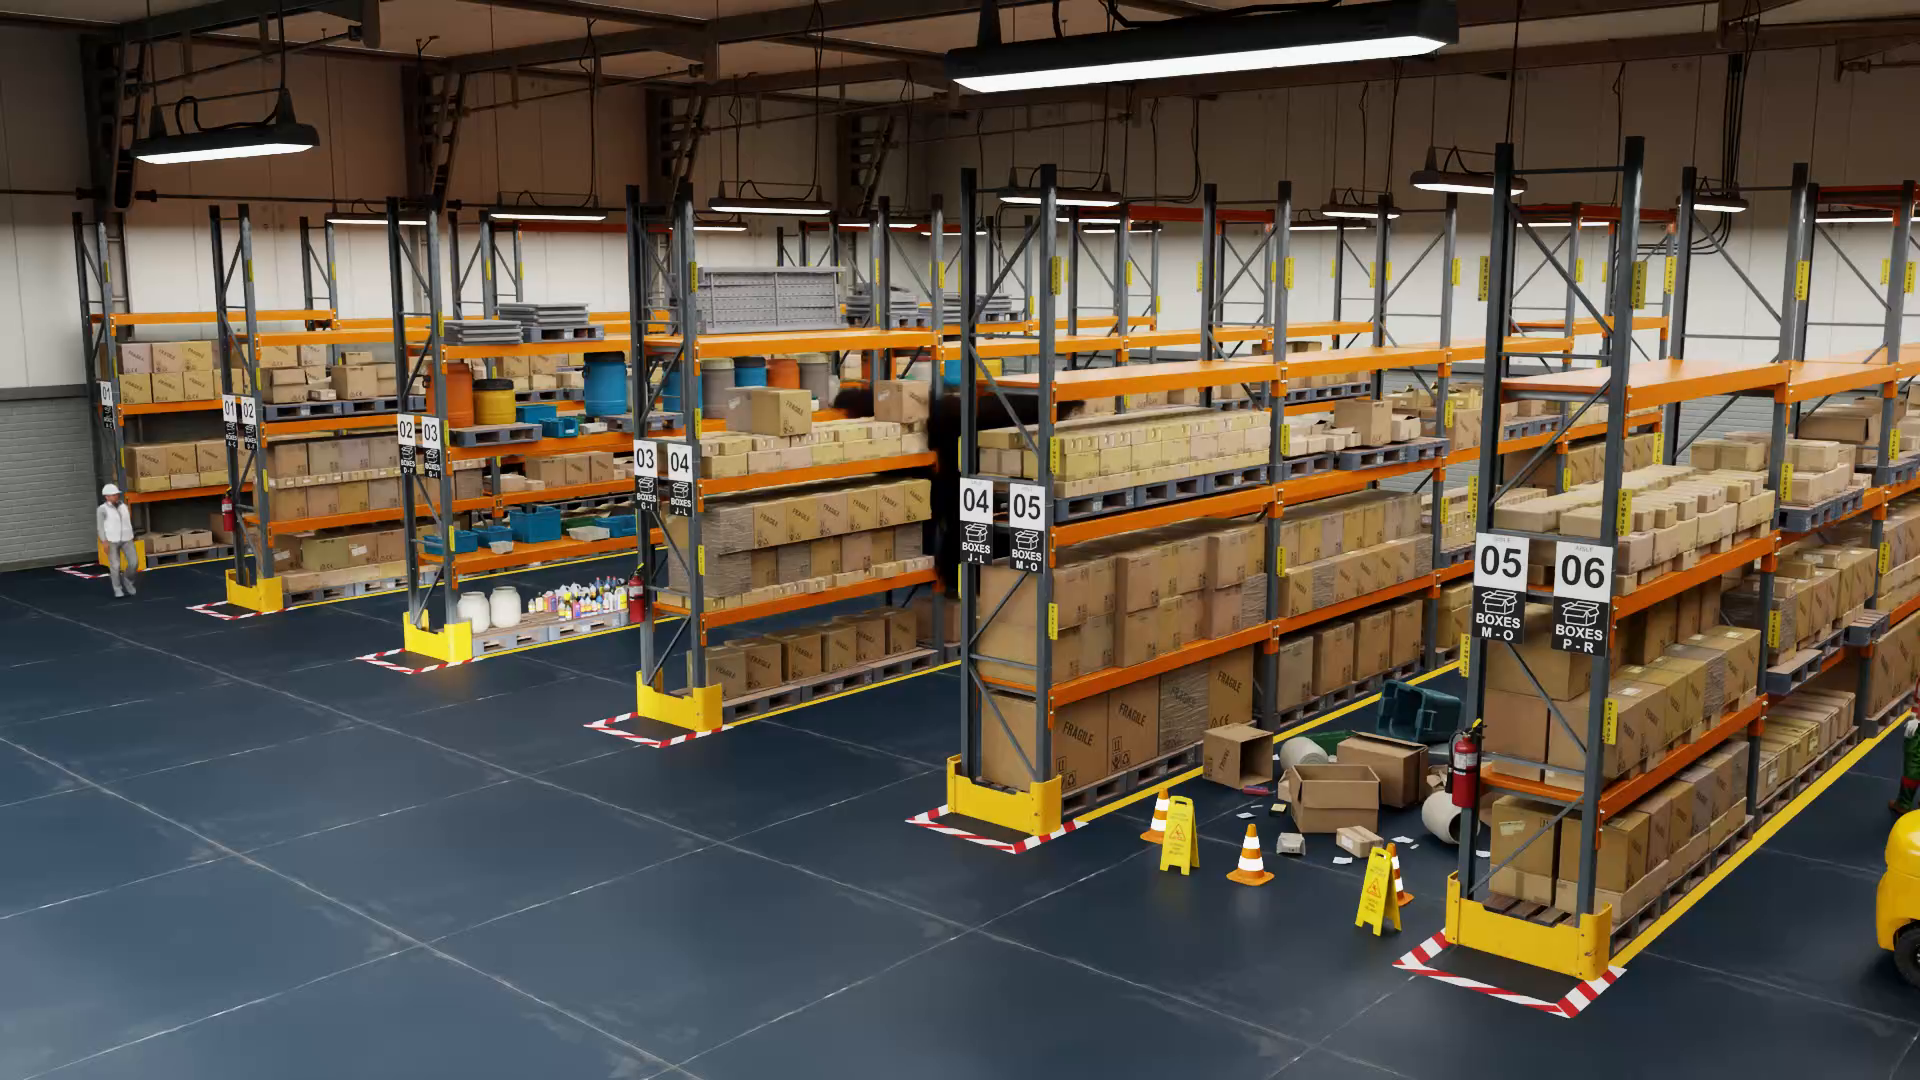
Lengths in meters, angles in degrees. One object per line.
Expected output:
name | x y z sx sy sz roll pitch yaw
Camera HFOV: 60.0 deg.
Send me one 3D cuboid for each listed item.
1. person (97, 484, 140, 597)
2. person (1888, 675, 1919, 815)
person | -13.064 0.015 25.759 0.530 1.769 0.484 -8 12 -38
person | 9.152 1.711 15.685 0.602 1.796 0.462 -3 10 -16
